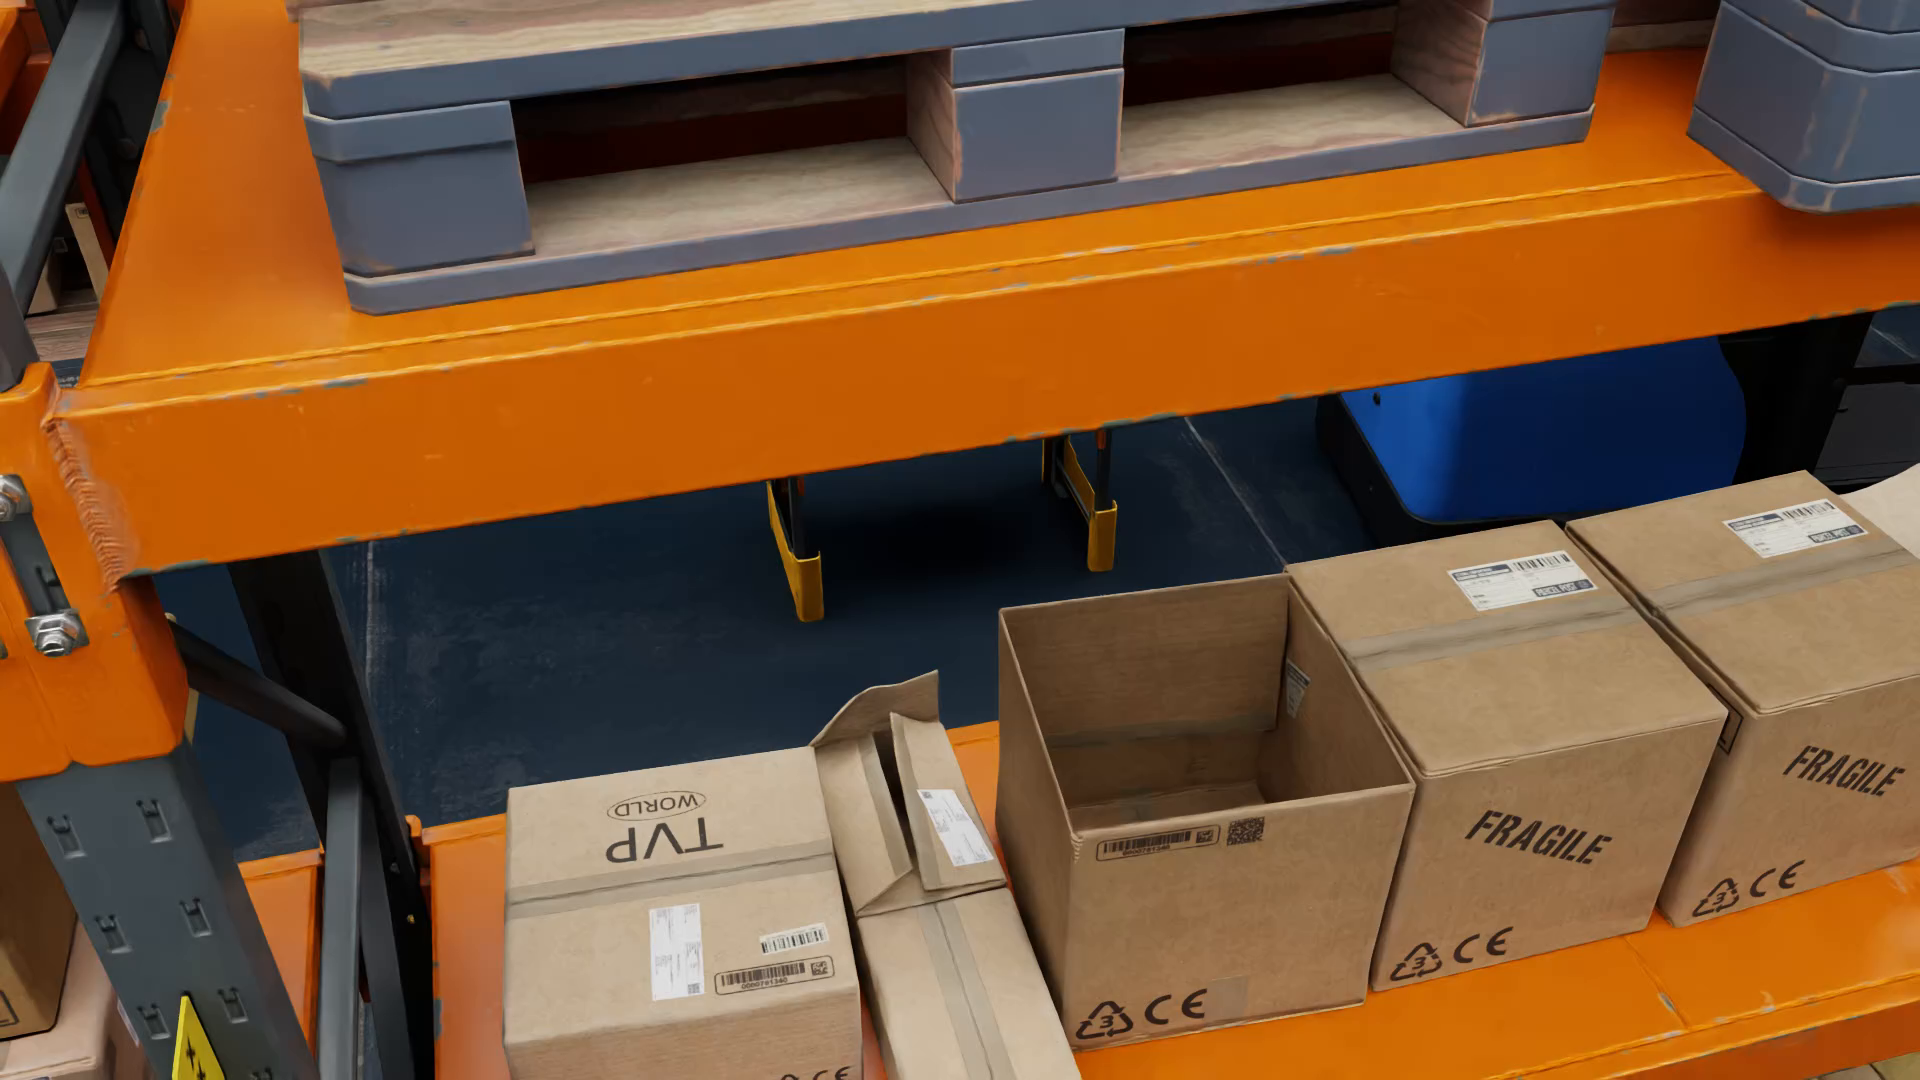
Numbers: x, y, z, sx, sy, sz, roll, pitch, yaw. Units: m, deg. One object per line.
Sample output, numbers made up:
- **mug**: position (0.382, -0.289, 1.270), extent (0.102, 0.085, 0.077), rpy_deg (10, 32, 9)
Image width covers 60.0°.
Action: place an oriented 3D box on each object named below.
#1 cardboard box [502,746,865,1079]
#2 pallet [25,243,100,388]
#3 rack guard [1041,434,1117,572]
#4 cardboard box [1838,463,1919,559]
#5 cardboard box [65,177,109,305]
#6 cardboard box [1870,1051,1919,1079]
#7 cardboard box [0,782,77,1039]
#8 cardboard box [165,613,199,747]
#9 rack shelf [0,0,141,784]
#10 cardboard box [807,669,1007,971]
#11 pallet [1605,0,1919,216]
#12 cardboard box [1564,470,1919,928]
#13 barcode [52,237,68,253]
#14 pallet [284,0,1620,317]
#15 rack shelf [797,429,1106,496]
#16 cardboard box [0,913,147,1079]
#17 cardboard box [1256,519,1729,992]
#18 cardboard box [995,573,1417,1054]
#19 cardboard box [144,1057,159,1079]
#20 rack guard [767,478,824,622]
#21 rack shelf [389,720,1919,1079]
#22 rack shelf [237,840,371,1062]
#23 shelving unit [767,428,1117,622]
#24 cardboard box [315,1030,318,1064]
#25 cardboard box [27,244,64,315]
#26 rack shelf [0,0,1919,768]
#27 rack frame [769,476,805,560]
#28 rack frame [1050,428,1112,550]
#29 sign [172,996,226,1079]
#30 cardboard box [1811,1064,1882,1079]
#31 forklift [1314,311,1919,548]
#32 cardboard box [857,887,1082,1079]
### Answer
- **cardboard box**: position (-0.438, 0.614, 2.602), extent (0.500, 0.250, 0.500), rpy_deg (-7, 38, -9)
- **pallet**: position (-4.016, -0.817, 6.644), extent (1.213, 0.211, 1.003), rpy_deg (-9, 38, -12)
- **rack guard**: position (0.407, -0.166, 5.761), extent (0.087, 0.250, 0.587), rpy_deg (-9, 38, -12)
- **cardboard box**: position (2.046, 0.088, 3.239), extent (0.500, 0.311, 0.500), rpy_deg (-10, 38, -12)
- **cardboard box**: position (-3.188, -1.241, 6.598), extent (0.500, 0.500, 0.500), rpy_deg (-12, 39, -15)
- **cardboard box**: position (2.019, 1.041, 3.376), extent (0.500, 0.311, 0.500), rpy_deg (-10, 39, -13)
- **cardboard box**: position (-1.328, 0.177, 1.899), extent (0.500, 0.500, 0.700), rpy_deg (-9, 38, -12)
- **cardboard box**: position (-1.212, 0.290, 2.286), extent (0.250, 0.149, 0.380), rpy_deg (-9, 38, -12)
- **rack shelf**: position (-2.832, 0.069, 1.314), extent (4.000, 0.370, 1.077), rpy_deg (-9, 38, -12)
- **cardboard box**: position (-0.101, 0.465, 2.784), extent (0.258, 0.266, 0.396), rpy_deg (-10, 39, -13)
- **pallet**: position (1.249, -0.753, 1.952), extent (1.213, 0.211, 1.003), rpy_deg (-8, 38, -10)
- **cardboard box**: position (1.344, 0.260, 2.859), extent (0.500, 0.500, 0.500), rpy_deg (-11, 39, -14)
- **barcode**: position (-3.658, -1.194, 6.735), extent (0.075, 0.075, 0.001), rpy_deg (-9, 38, -12)
- **pallet**: position (-0.053, -0.604, 1.760), extent (1.217, 0.209, 0.805), rpy_deg (-11, 39, -14)
- **rack shelf**: position (-0.082, -0.439, 5.386), extent (1.000, 0.185, 0.538), rpy_deg (-9, 38, -12)
- **cardboard box**: position (-1.108, 0.530, 1.973), extent (0.250, 0.149, 0.380), rpy_deg (-9, 38, -12)
- **cardboard box**: position (0.836, 0.344, 2.750), extent (0.500, 0.500, 0.500), rpy_deg (-9, 38, -12)
- **cardboard box**: position (0.353, 0.423, 2.646), extent (0.500, 0.500, 0.500), rpy_deg (-7, 38, -9)
- **cardboard box**: position (-1.328, 0.693, 2.293), extent (0.500, 0.500, 0.700), rpy_deg (-10, 39, -13)
- **rack guard**: position (-0.554, -0.008, 5.555), extent (0.087, 0.250, 0.587), rpy_deg (-9, 38, -12)
- **rack shelf**: position (1.029, 0.627, 3.053), extent (4.000, 0.370, 1.077), rpy_deg (-9, 38, -12)
- **rack shelf**: position (-2.832, 1.261, 2.225), extent (4.000, 0.370, 1.077), rpy_deg (-9, 38, -12)
- **shelving unit**: position (-0.074, -0.584, 5.279), extent (1.083, 1.500, 0.587), rpy_deg (-9, 38, -12)
- **cardboard box**: position (-1.431, 1.176, 3.045), extent (0.500, 0.500, 0.500), rpy_deg (-9, 38, -12)
- **cardboard box**: position (-3.746, -1.048, 6.635), extent (0.250, 0.149, 0.380), rpy_deg (-12, 39, -16)
- **rack shelf**: position (1.029, -0.564, 2.142), extent (4.000, 0.370, 1.077), rpy_deg (-9, 38, -12)
- **rack frame**: position (-0.573, -0.502, 5.171), extent (0.032, 1.500, 0.500), rpy_deg (-9, 38, -12)
- **rack frame**: position (0.408, -0.663, 5.382), extent (0.032, 1.500, 0.500), rpy_deg (-9, 38, -12)
- **sign**: position (-0.755, 0.608, 1.708), extent (0.005, 0.325, 0.100), rpy_deg (-9, 38, -12)
- **cardboard box**: position (1.530, 1.119, 3.274), extent (0.500, 0.311, 0.500), rpy_deg (-10, 38, -12)
- **forklift**: position (2.878, -1.393, 5.159), extent (3.031, 2.935, 1.130), rpy_deg (-5, 38, -6)
- **cardboard box**: position (0.007, 0.738, 2.524), extent (0.250, 0.149, 0.380), rpy_deg (-9, 38, -12)
